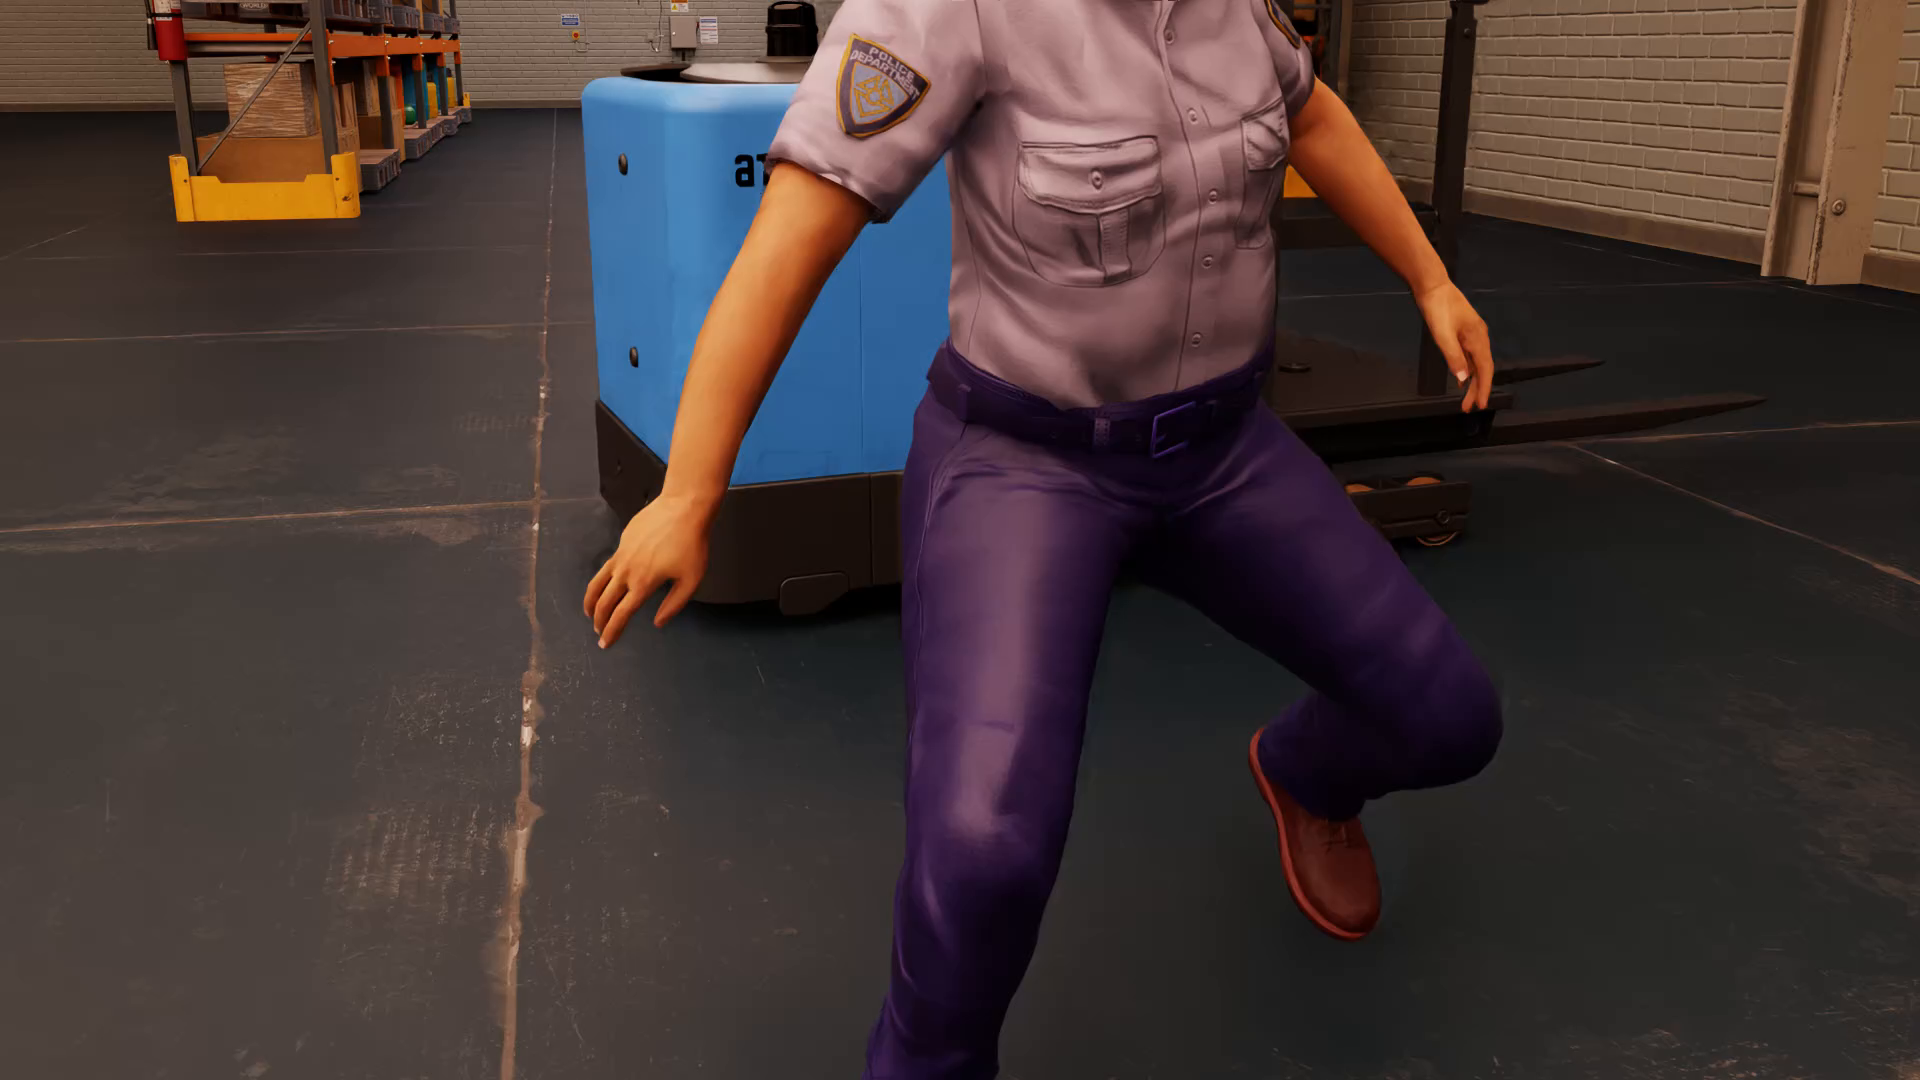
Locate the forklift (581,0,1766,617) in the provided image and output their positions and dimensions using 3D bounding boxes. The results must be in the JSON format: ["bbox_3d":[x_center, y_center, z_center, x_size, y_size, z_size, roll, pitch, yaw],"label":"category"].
[{"bbox_3d":[0.669,-1.499,3.916,3.031,2.935,1.130,-7,18,-21],"label":"forklift"}]

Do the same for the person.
[{"bbox_3d":[0.139,-0.059,1.682,1.049,1.543,0.472,-10,19,-30],"label":"person"}]
